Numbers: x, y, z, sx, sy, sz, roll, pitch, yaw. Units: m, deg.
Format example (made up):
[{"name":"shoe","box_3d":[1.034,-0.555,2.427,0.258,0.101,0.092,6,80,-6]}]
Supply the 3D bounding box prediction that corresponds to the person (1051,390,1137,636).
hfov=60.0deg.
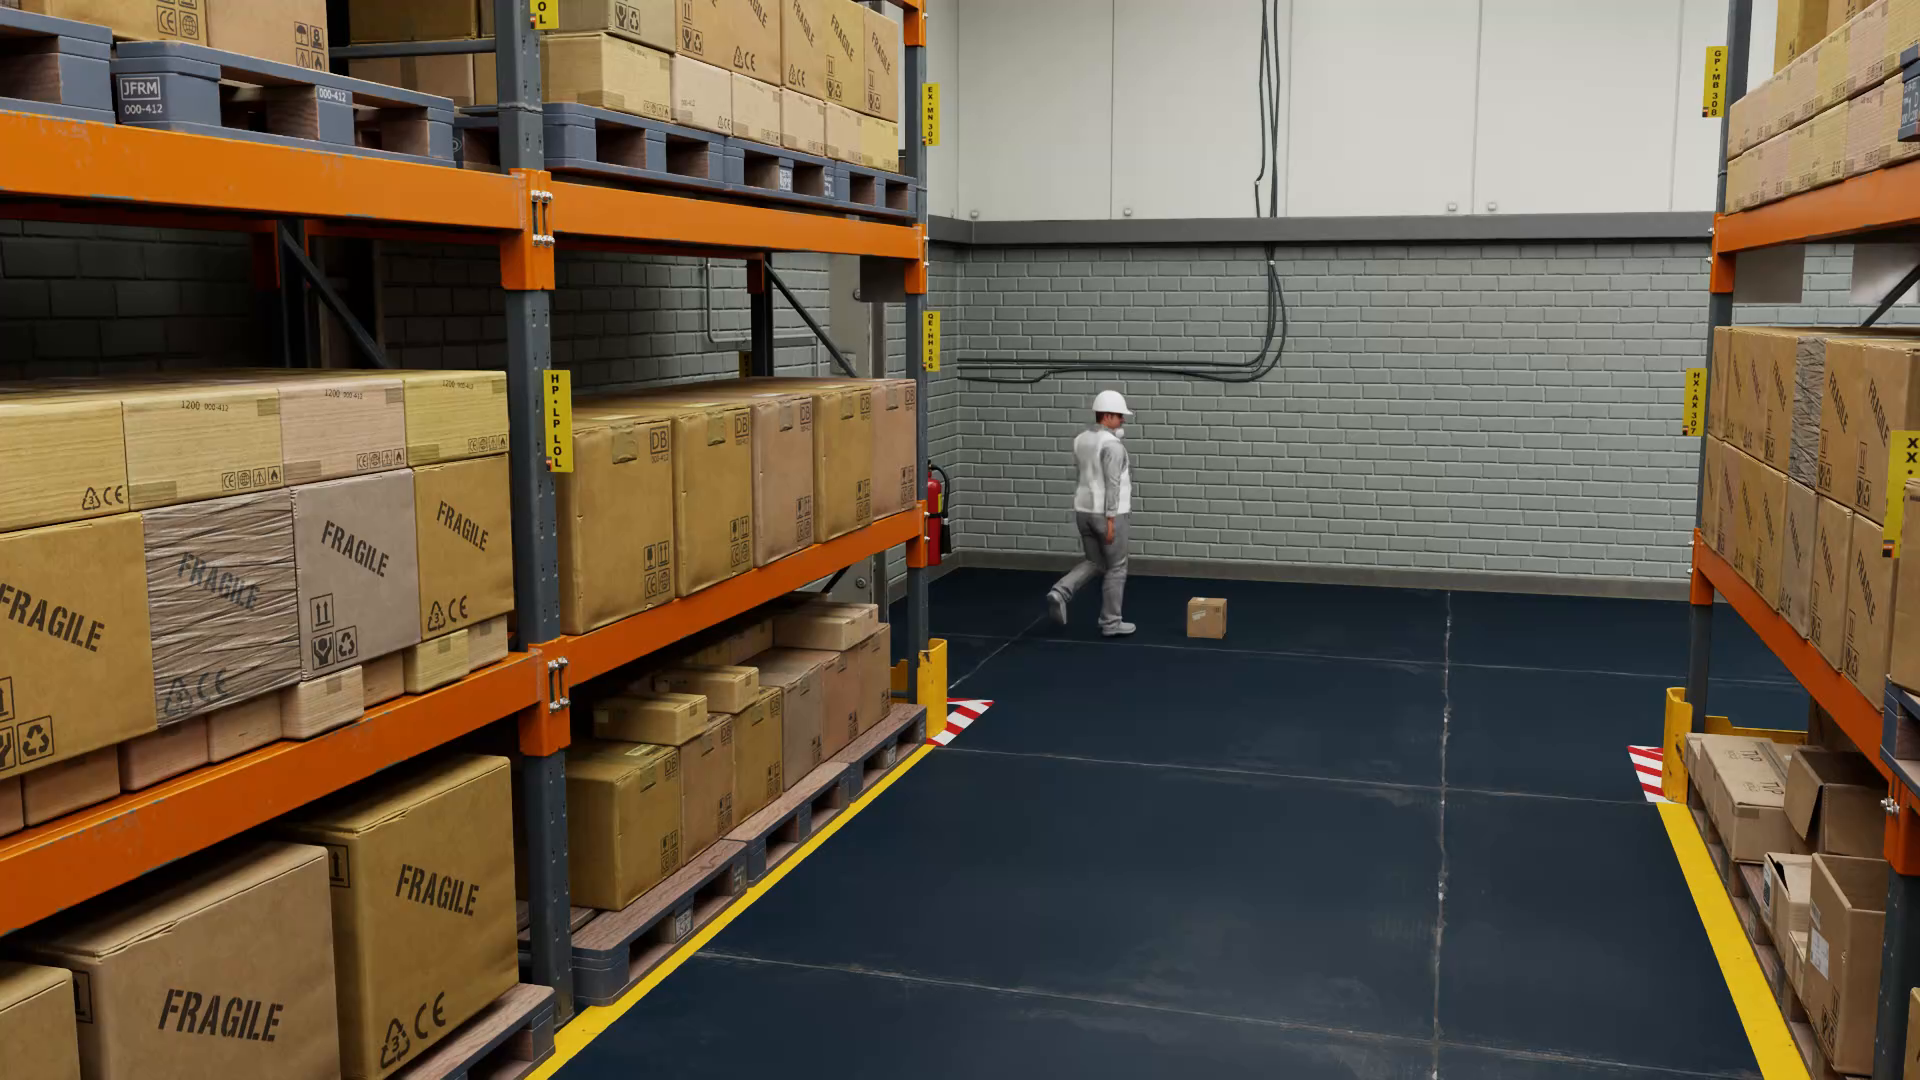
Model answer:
[{"name":"person","box_3d":[0.994,-0.188,11.896,0.648,1.762,0.535,-5,10,-32]}]
